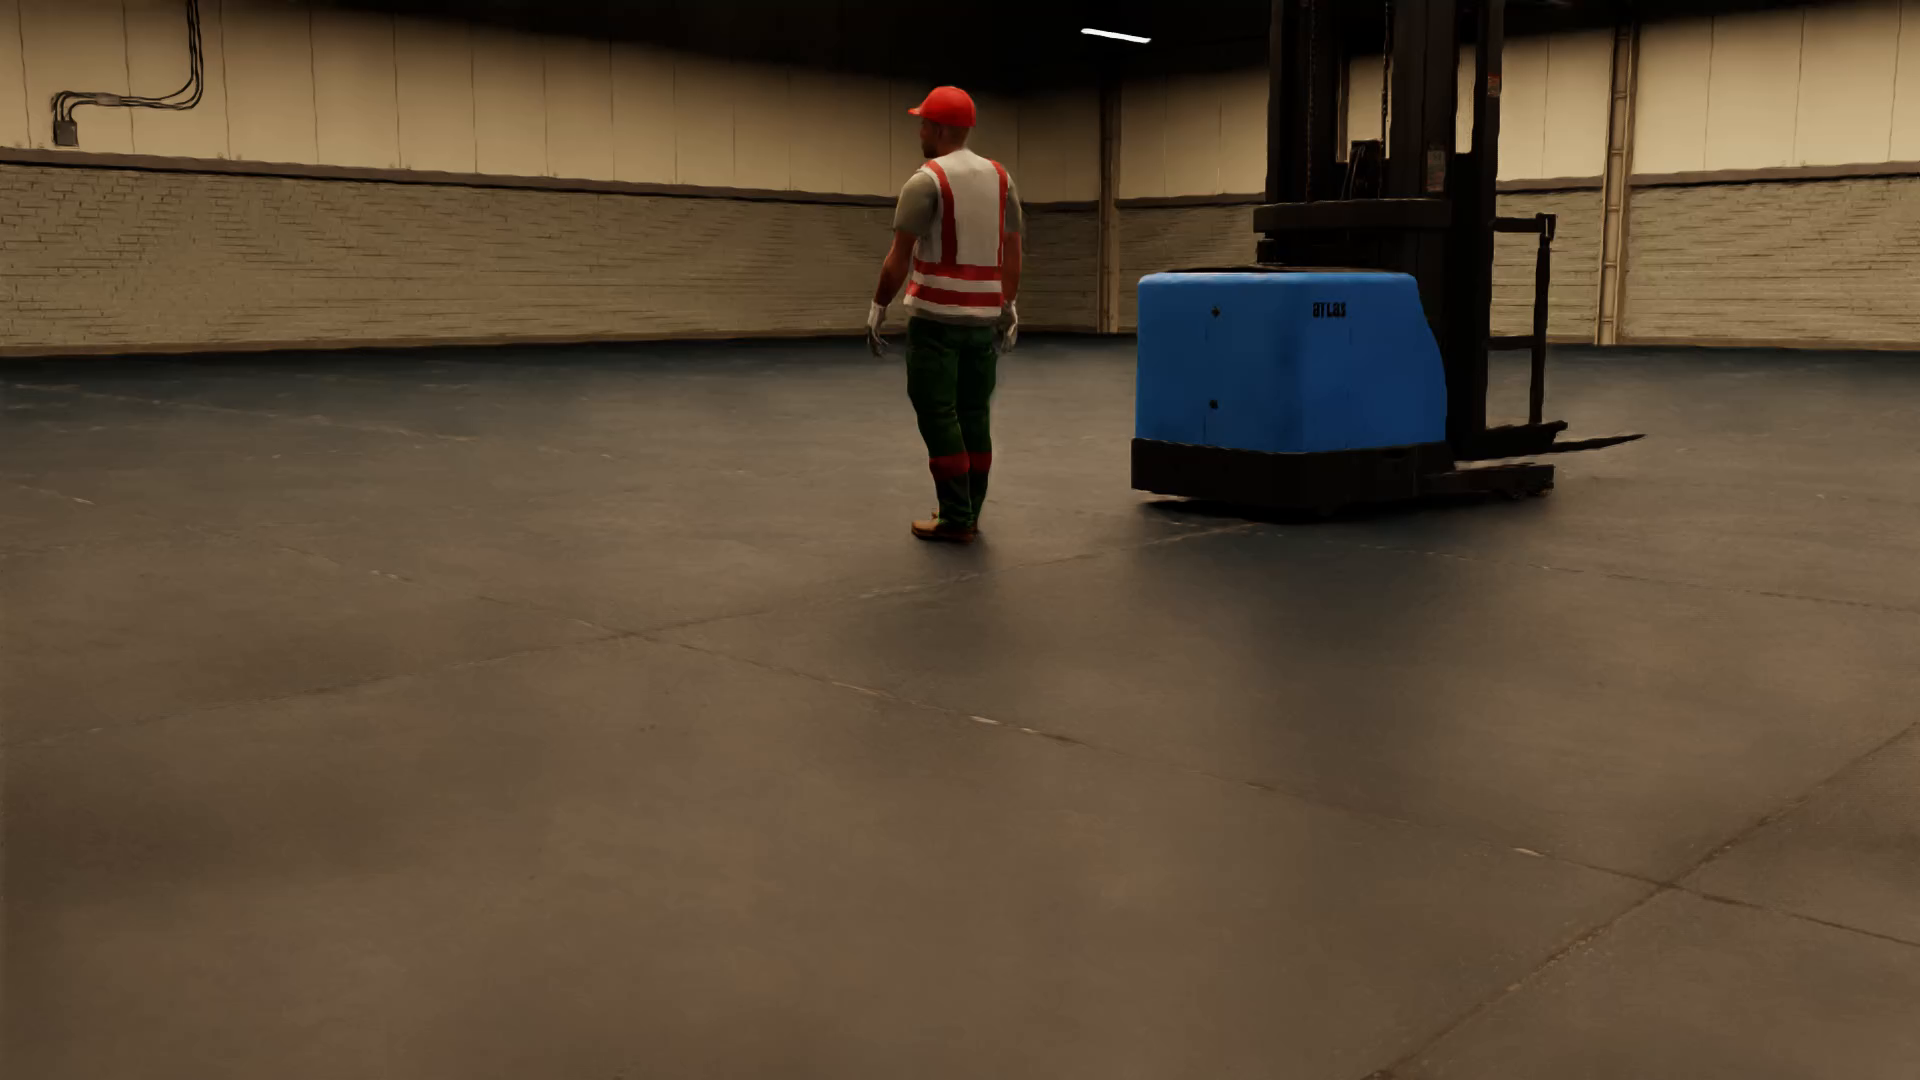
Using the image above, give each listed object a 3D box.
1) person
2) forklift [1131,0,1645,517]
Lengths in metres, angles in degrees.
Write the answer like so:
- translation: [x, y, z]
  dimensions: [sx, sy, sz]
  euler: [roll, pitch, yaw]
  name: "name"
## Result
- translation: [-0.100, -0.897, 6.690]
  dimensions: [0.686, 1.788, 0.559]
  euler: [-7, 11, -39]
  name: "person"
- translation: [2.295, -1.701, 8.171]
  dimensions: [3.031, 2.935, 1.130]
  euler: [-6, 11, -36]
  name: "forklift"
